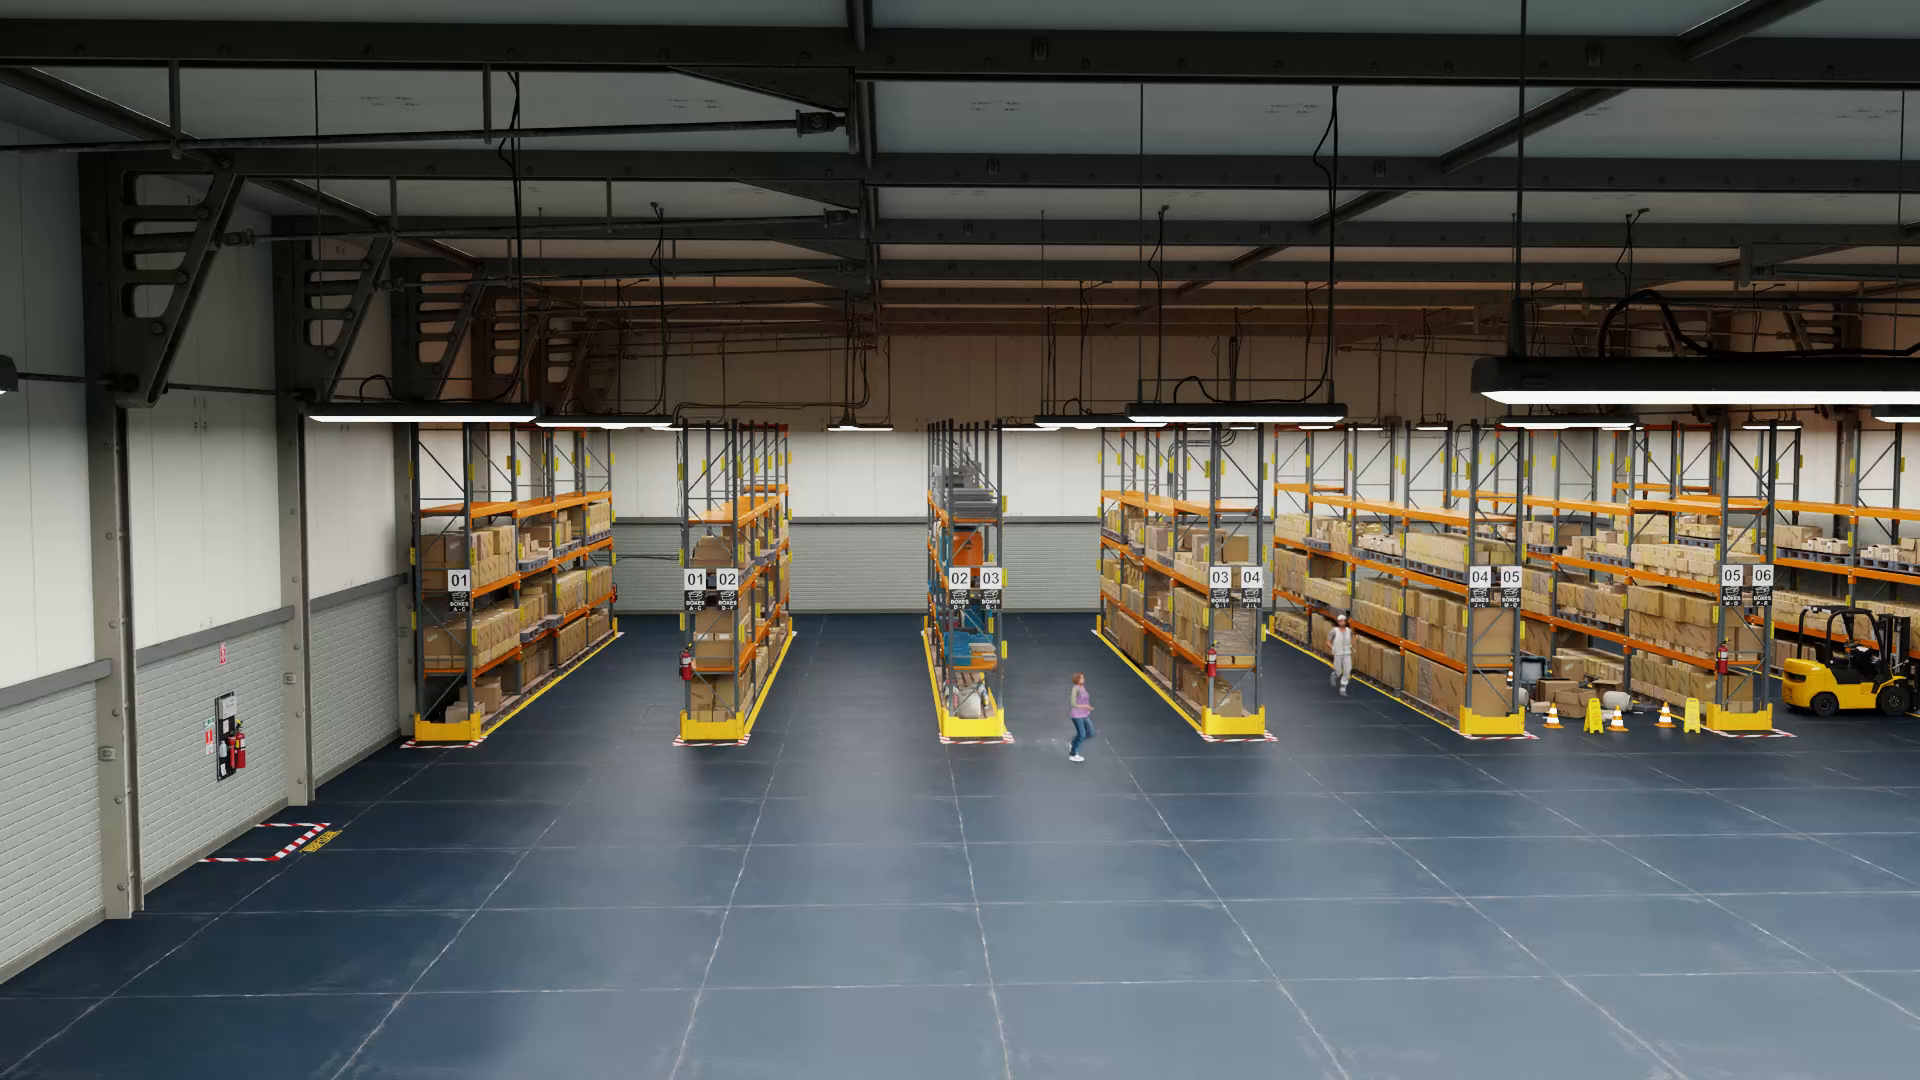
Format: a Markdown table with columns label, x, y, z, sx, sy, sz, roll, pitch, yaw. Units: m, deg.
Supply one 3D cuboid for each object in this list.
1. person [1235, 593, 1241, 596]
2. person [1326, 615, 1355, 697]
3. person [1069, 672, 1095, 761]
| label | x | y | z | sx | sy | sz | roll | pitch | yaw |
| --- | --- | --- | --- | --- | --- | --- | --- | --- | --- |
| person | 7.705 | 1.832 | 47.869 | 0.854 | 1.762 | 0.723 | 1 | 4 | 13 |
| person | 8.358 | 2.515 | 36.411 | 0.654 | 1.759 | 0.814 | 0 | 4 | -5 |
| person | 2.138 | 3.078 | 28.994 | 0.532 | 1.556 | 0.525 | 2 | 4 | 30 |
